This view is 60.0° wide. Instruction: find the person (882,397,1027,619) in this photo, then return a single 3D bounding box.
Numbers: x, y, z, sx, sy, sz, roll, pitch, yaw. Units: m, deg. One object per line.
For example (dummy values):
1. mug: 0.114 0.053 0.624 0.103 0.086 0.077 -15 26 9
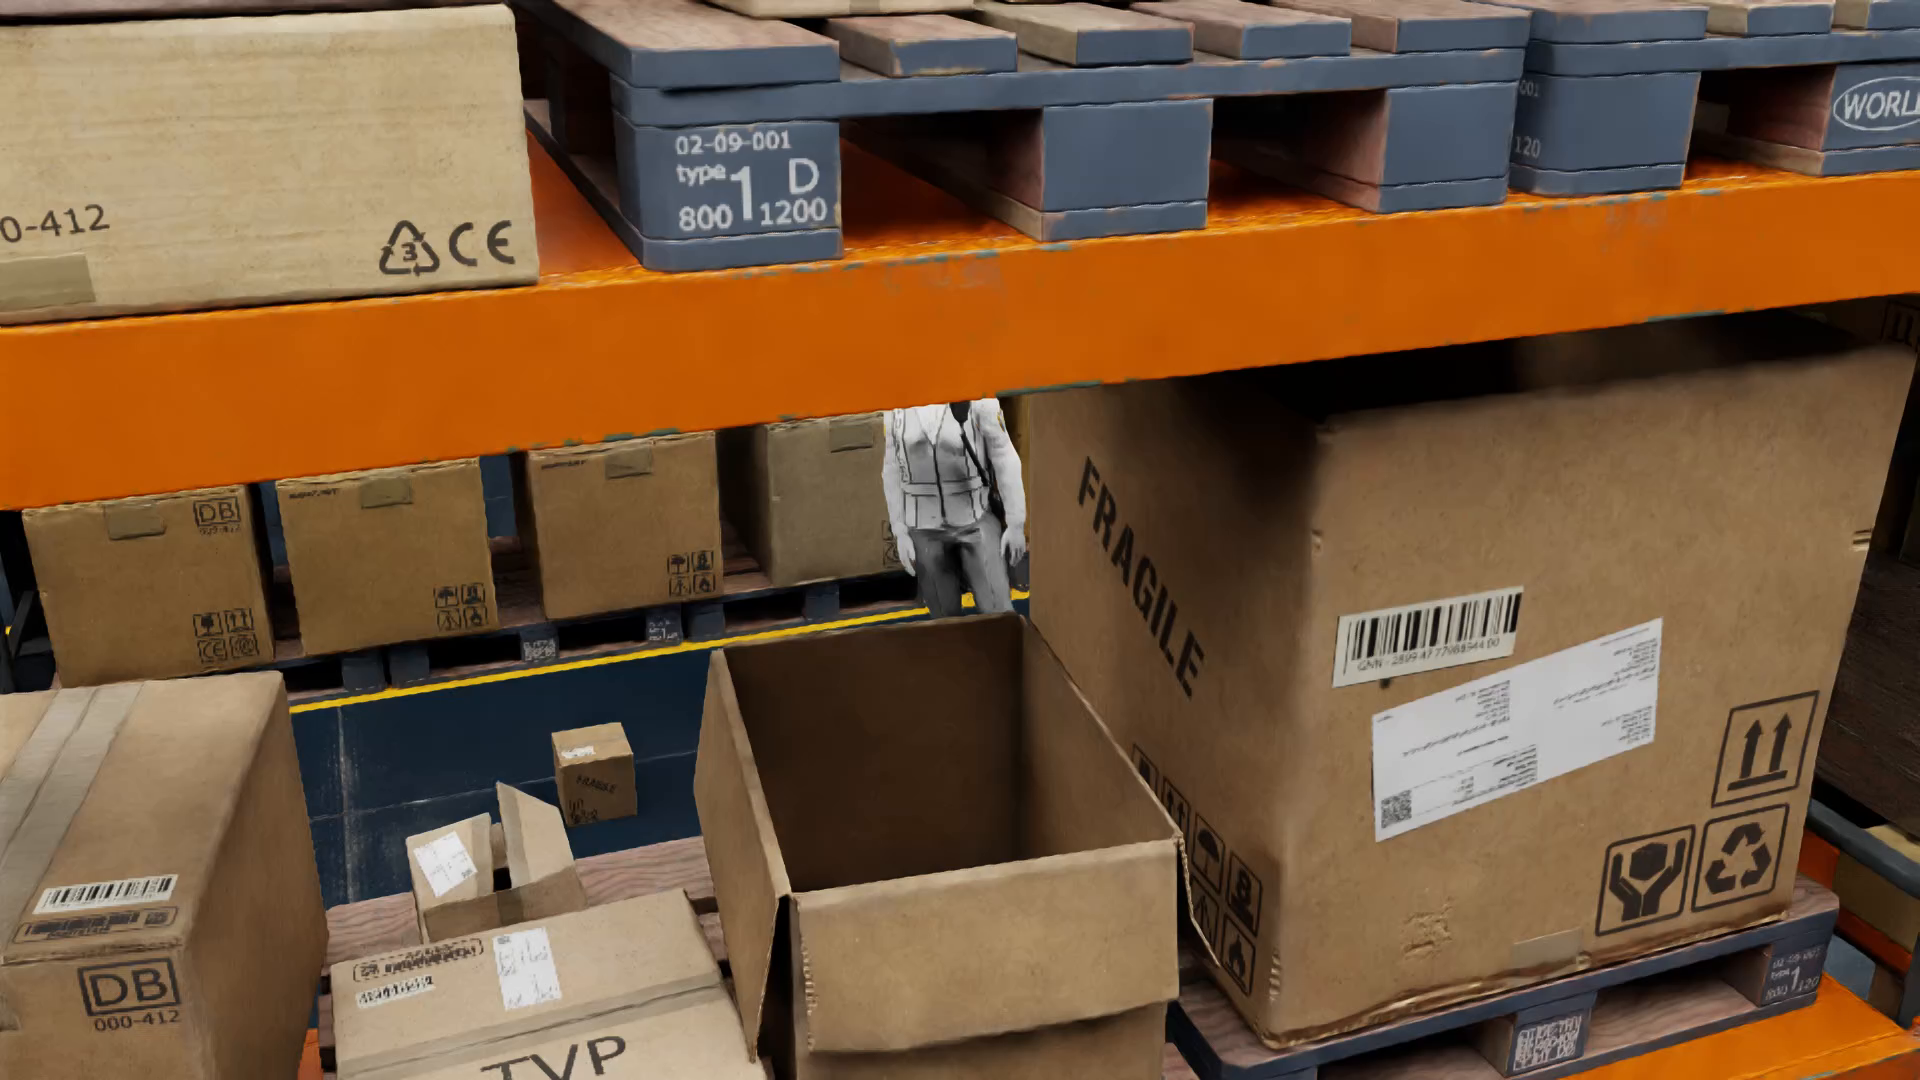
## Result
1. person: -0.021 -0.037 6.170 0.554 1.669 0.429 3 23 8
